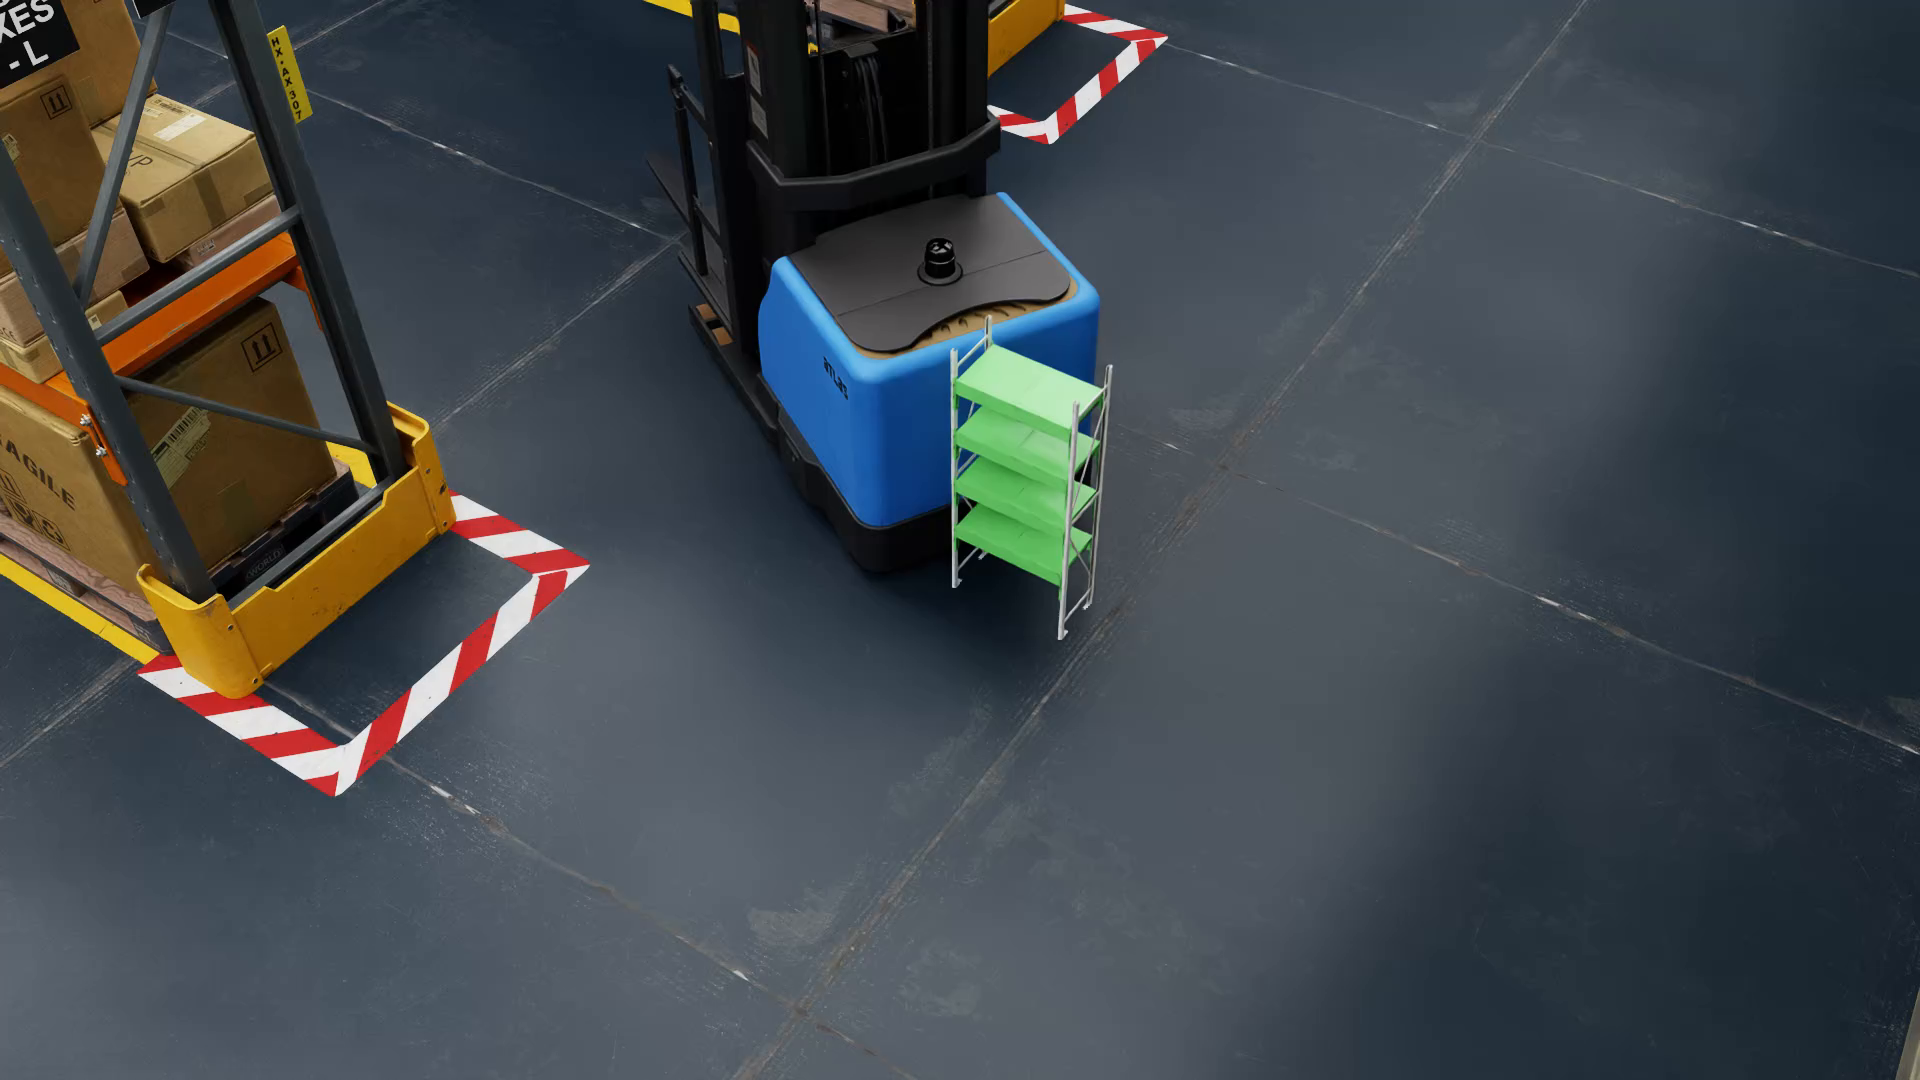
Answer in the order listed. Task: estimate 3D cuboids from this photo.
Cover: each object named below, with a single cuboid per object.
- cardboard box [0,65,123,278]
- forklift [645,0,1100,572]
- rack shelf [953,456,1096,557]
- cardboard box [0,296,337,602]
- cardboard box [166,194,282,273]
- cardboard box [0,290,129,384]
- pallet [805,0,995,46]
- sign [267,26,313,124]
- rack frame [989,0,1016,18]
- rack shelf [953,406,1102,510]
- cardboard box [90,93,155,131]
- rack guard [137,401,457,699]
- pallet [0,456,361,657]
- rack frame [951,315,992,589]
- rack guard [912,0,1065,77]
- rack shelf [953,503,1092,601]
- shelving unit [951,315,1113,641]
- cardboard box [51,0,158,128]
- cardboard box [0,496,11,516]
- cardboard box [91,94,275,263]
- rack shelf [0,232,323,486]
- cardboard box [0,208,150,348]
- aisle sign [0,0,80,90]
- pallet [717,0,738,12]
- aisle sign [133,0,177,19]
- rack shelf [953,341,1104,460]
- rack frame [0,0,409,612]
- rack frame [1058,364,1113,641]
[{"bbox_3d":[-3.076,-1.207,5.205,0.500,0.500,0.500,25,51,23],"label":"cardboard box"},{"bbox_3d":[-0.586,-1.956,6.607,1.130,2.935,3.031,-20,49,-19],"label":"forklift"},{"bbox_3d":[0.244,-0.157,6.155,0.480,0.148,0.258,25,51,23],"label":"rack shelf"},{"bbox_3d":[-3.105,-0.470,6.303,0.875,0.875,0.875,25,51,22],"label":"cardboard box"},{"bbox_3d":[-2.644,-1.113,5.915,0.250,0.149,0.380,25,51,23],"label":"cardboard box"},{"bbox_3d":[-3.001,-0.716,5.529,0.250,0.149,0.380,26,51,23],"label":"cardboard box"},{"bbox_3d":[-0.523,-3.225,9.737,1.213,0.211,1.003,25,51,22],"label":"pallet"},{"bbox_3d":[-2.219,-1.526,5.483,0.005,0.325,0.100,25,51,22],"label":"sign"},{"bbox_3d":[0.150,-3.854,8.404,0.127,3.000,1.000,25,51,22],"label":"rack frame"},{"bbox_3d":[0.244,-0.325,5.983,0.480,0.148,0.258,25,51,23],"label":"rack shelf"},{"bbox_3d":[-3.223,-1.462,5.976,0.500,0.250,0.500,24,51,22],"label":"cardboard box"},{"bbox_3d":[-2.503,0.016,6.386,0.348,0.500,1.175,25,51,22],"label":"rack guard"},{"bbox_3d":[-3.239,-0.155,6.753,1.213,0.211,1.003,25,51,22],"label":"pallet"},{"bbox_3d":[0.040,-0.299,6.203,0.015,1.200,0.240,25,51,23],"label":"rack frame"},{"bbox_3d":[0.178,-2.982,9.299,0.348,0.500,1.175,25,51,22],"label":"rack guard"},{"bbox_3d":[0.244,0.010,6.327,0.480,0.148,0.258,25,51,23],"label":"rack shelf"},{"bbox_3d":[0.244,-0.202,6.109,0.503,1.200,0.258,25,51,23],"label":"shelving unit"},{"bbox_3d":[-3.203,-1.719,5.703,0.500,0.500,0.500,24,50,21],"label":"cardboard box"},{"bbox_3d":[-3.871,-0.822,6.646,0.875,0.875,0.875,25,51,22],"label":"cardboard box"},{"bbox_3d":[-2.782,-1.264,5.784,0.500,0.250,0.500,23,50,21],"label":"cardboard box"},{"bbox_3d":[-4.207,-1.388,6.509,4.000,0.370,1.077,25,51,22],"label":"rack shelf"},{"bbox_3d":[-3.075,-0.943,5.472,0.500,0.250,0.500,24,50,22],"label":"cardboard box"},{"bbox_3d":[-2.625,-1.561,4.363,0.004,0.787,0.394,25,51,22],"label":"aisle sign"},{"bbox_3d":[-1.546,-3.698,10.196,1.213,0.211,1.003,25,51,22],"label":"pallet"},{"bbox_3d":[-2.301,-1.923,4.715,0.004,0.787,0.394,25,51,22],"label":"aisle sign"},{"bbox_3d":[0.244,-0.492,5.811,0.480,0.148,0.258,25,51,23],"label":"rack shelf"},{"bbox_3d":[-2.524,-0.864,5.498,0.127,3.000,1.000,25,51,22],"label":"rack frame"},{"bbox_3d":[0.447,-0.105,6.016,0.015,1.200,0.240,25,51,23],"label":"rack frame"}]
